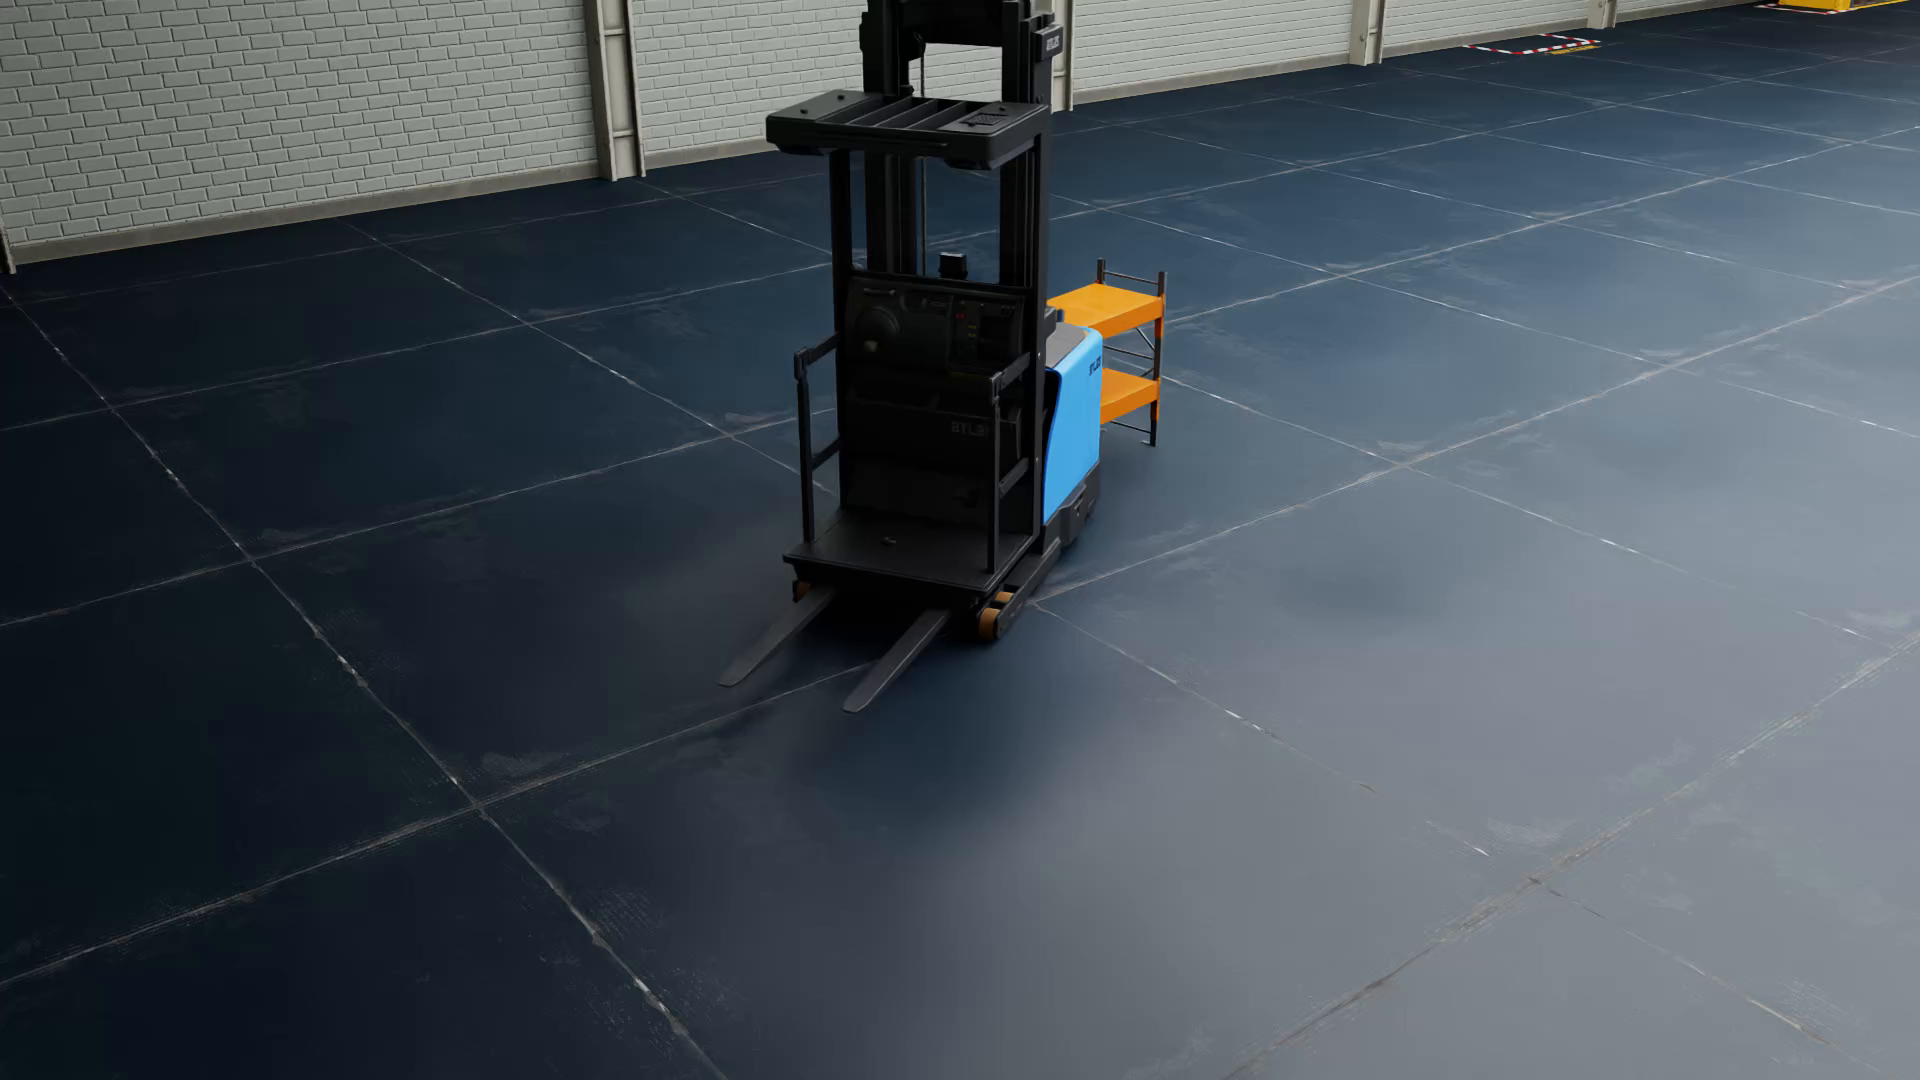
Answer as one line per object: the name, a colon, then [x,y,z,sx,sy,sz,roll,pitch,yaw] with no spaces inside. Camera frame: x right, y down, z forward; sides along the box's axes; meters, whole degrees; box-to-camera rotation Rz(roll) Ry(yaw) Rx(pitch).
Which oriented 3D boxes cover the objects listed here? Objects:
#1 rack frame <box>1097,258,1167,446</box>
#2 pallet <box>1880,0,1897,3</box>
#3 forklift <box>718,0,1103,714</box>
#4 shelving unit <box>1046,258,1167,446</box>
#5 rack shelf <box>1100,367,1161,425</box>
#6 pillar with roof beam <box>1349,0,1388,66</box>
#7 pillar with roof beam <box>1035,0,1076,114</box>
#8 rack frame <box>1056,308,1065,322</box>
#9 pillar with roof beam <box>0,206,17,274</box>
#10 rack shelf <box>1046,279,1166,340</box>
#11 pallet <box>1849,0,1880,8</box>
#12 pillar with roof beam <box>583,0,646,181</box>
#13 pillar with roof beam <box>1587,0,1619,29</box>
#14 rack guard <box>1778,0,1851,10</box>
rack frame: [1.056,-1.176,10.447,0.500,1.125,0.032,20,31,36]
pallet: [16.996,-10.226,31.033,1.213,0.211,1.003,-18,31,-34]
forklift: [-0.205,-1.031,7.990,1.130,2.935,3.031,9,27,19]
shelving unit: [0.726,-1.013,10.097,0.538,1.125,1.048,20,31,36]
rack shelf: [0.726,-0.792,10.200,0.538,0.278,1.000,20,31,36]
pillar with roof beam: [8.547,-9.603,19.252,0.400,9.000,9.100,-18,31,-34]
pillar with roof beam: [3.825,-8.044,15.894,0.400,9.000,9.100,-18,31,-34]
rack frame: [0.395,-0.851,9.747,0.500,1.125,0.032,20,31,36]
pillar with roof beam: [-5.618,-4.927,9.177,0.400,9.000,9.100,-18,31,-34]
rack shelf: [0.726,-1.279,9.974,0.538,0.278,1.000,20,31,36]
pallet: [16.037,-9.911,30.354,1.213,0.211,1.003,-18,31,-34]
pillar with roof beam: [-0.896,-6.486,12.535,0.400,9.000,9.100,-18,31,-34]
pillar with roof beam: [13.268,-11.162,22.610,0.400,9.000,9.100,-18,31,-34]
rack guard: [15.376,-9.843,29.864,0.348,0.500,1.175,-18,31,-34]
